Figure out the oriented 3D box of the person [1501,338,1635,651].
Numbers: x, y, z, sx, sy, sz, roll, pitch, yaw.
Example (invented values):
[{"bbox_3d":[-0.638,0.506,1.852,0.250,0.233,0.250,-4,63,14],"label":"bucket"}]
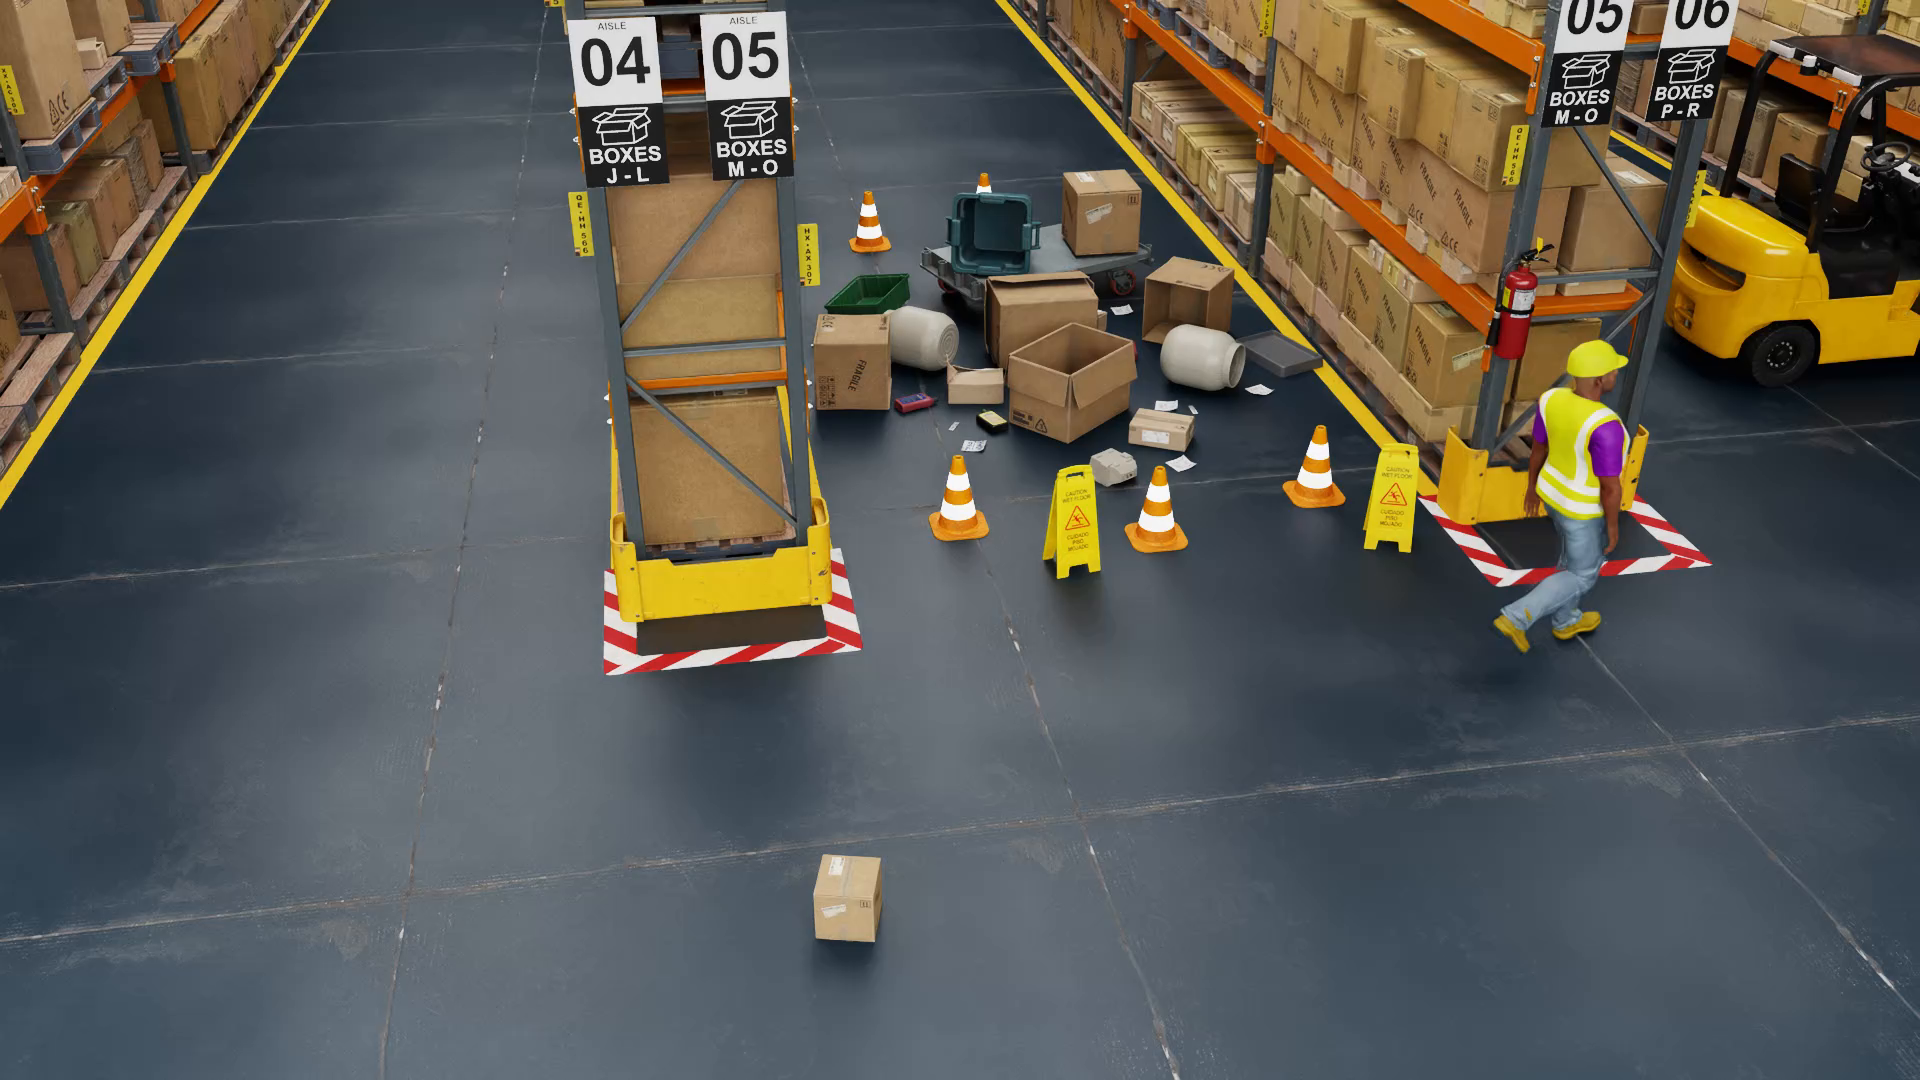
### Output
[{"bbox_3d":[3.126,-0.200,8.442,0.770,1.742,0.565,-10,32,-16],"label":"person"}]
